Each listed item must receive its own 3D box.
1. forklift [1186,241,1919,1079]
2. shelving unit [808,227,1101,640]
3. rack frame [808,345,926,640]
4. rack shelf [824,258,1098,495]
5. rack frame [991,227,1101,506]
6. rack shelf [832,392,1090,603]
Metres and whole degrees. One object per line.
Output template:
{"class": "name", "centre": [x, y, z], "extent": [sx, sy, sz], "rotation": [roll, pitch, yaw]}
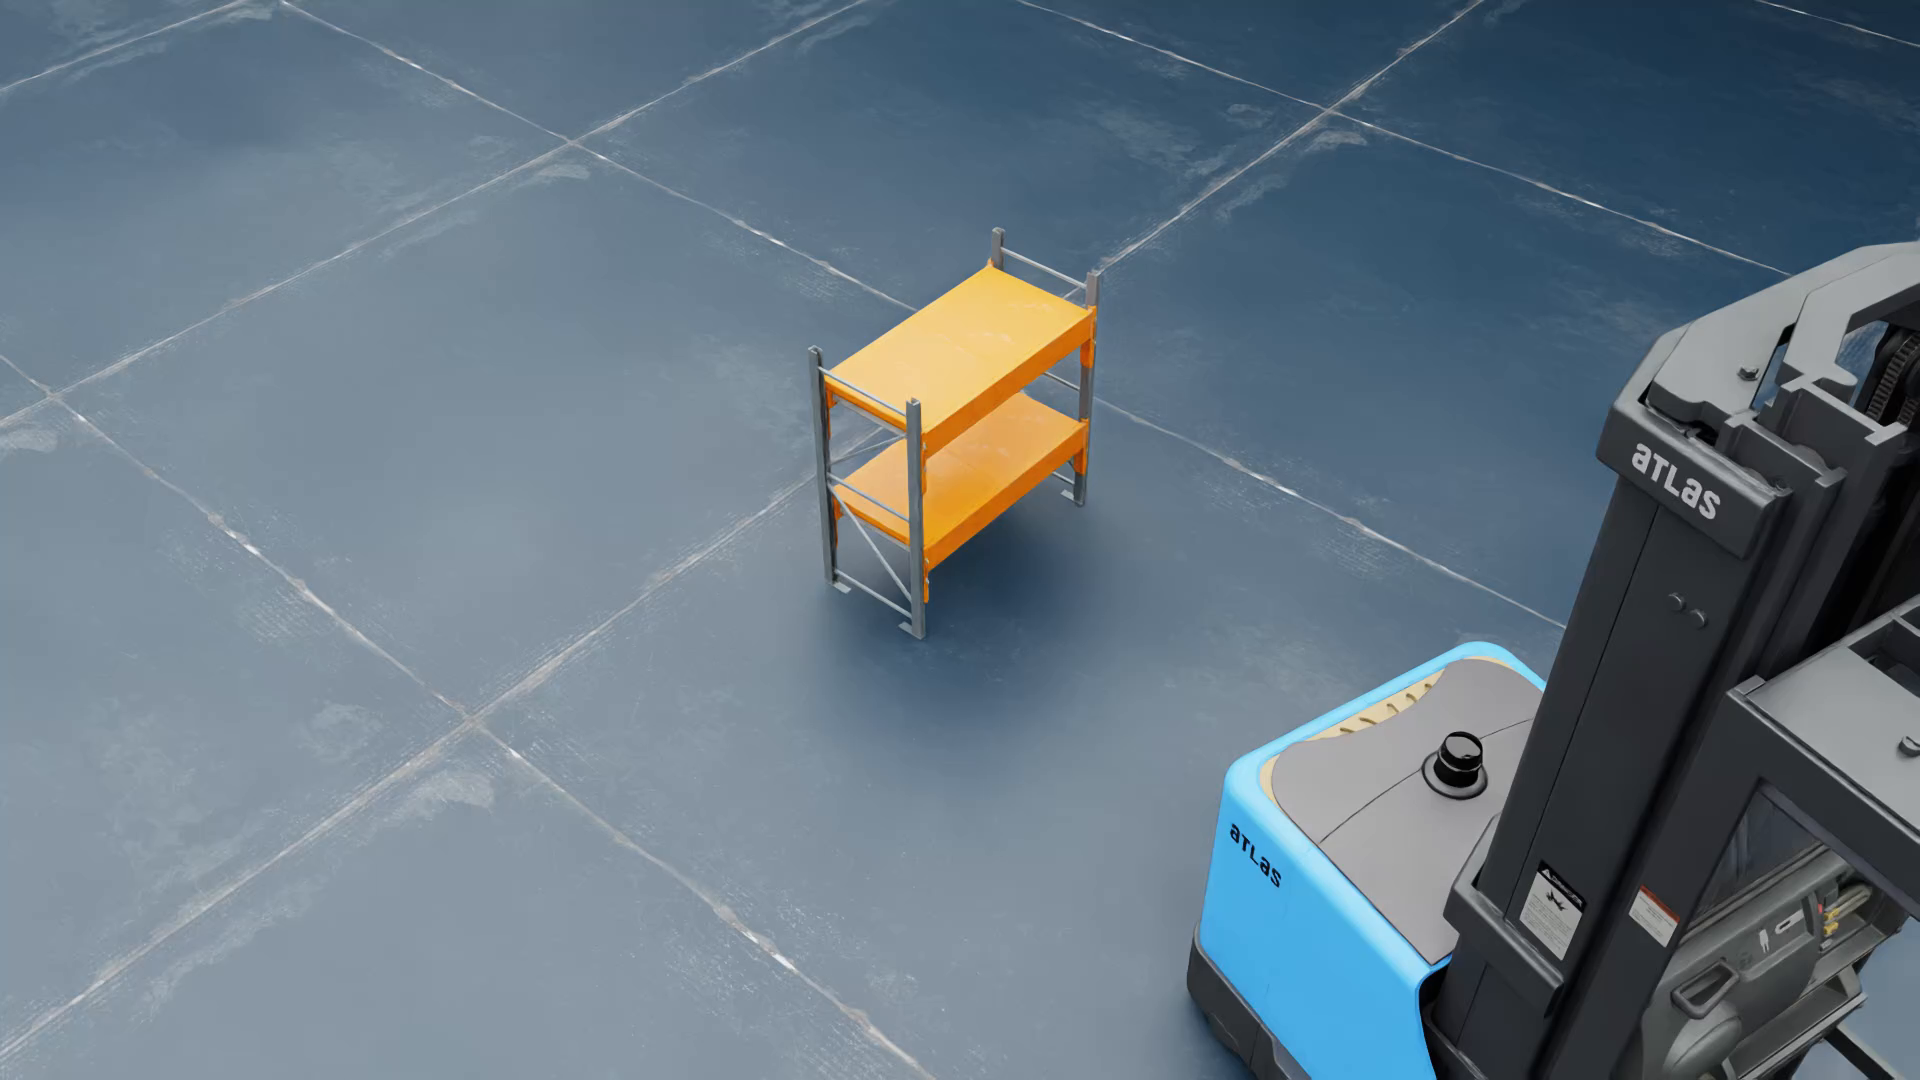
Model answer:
{"class": "forklift", "centre": [1.899, 0.997, 3.474], "extent": [1.130, 2.935, 3.031], "rotation": [-22, 47, -23]}
{"class": "shelving unit", "centre": [-0.004, -0.413, 6.368], "extent": [0.538, 1.125, 1.048], "rotation": [29, 50, 28]}
{"class": "rack frame", "centre": [-0.332, -0.151, 6.080], "extent": [0.500, 1.125, 0.032], "rotation": [29, 50, 28]}
{"class": "rack shelf", "centre": [-0.004, -0.629, 6.171], "extent": [0.538, 0.278, 1.000], "rotation": [29, 50, 28]}
{"class": "rack frame", "centre": [0.323, -0.674, 6.656], "extent": [0.500, 1.125, 0.032], "rotation": [29, 50, 28]}
{"class": "rack shelf", "centre": [-0.004, -0.232, 6.532], "extent": [0.538, 0.278, 1.000], "rotation": [29, 50, 28]}
